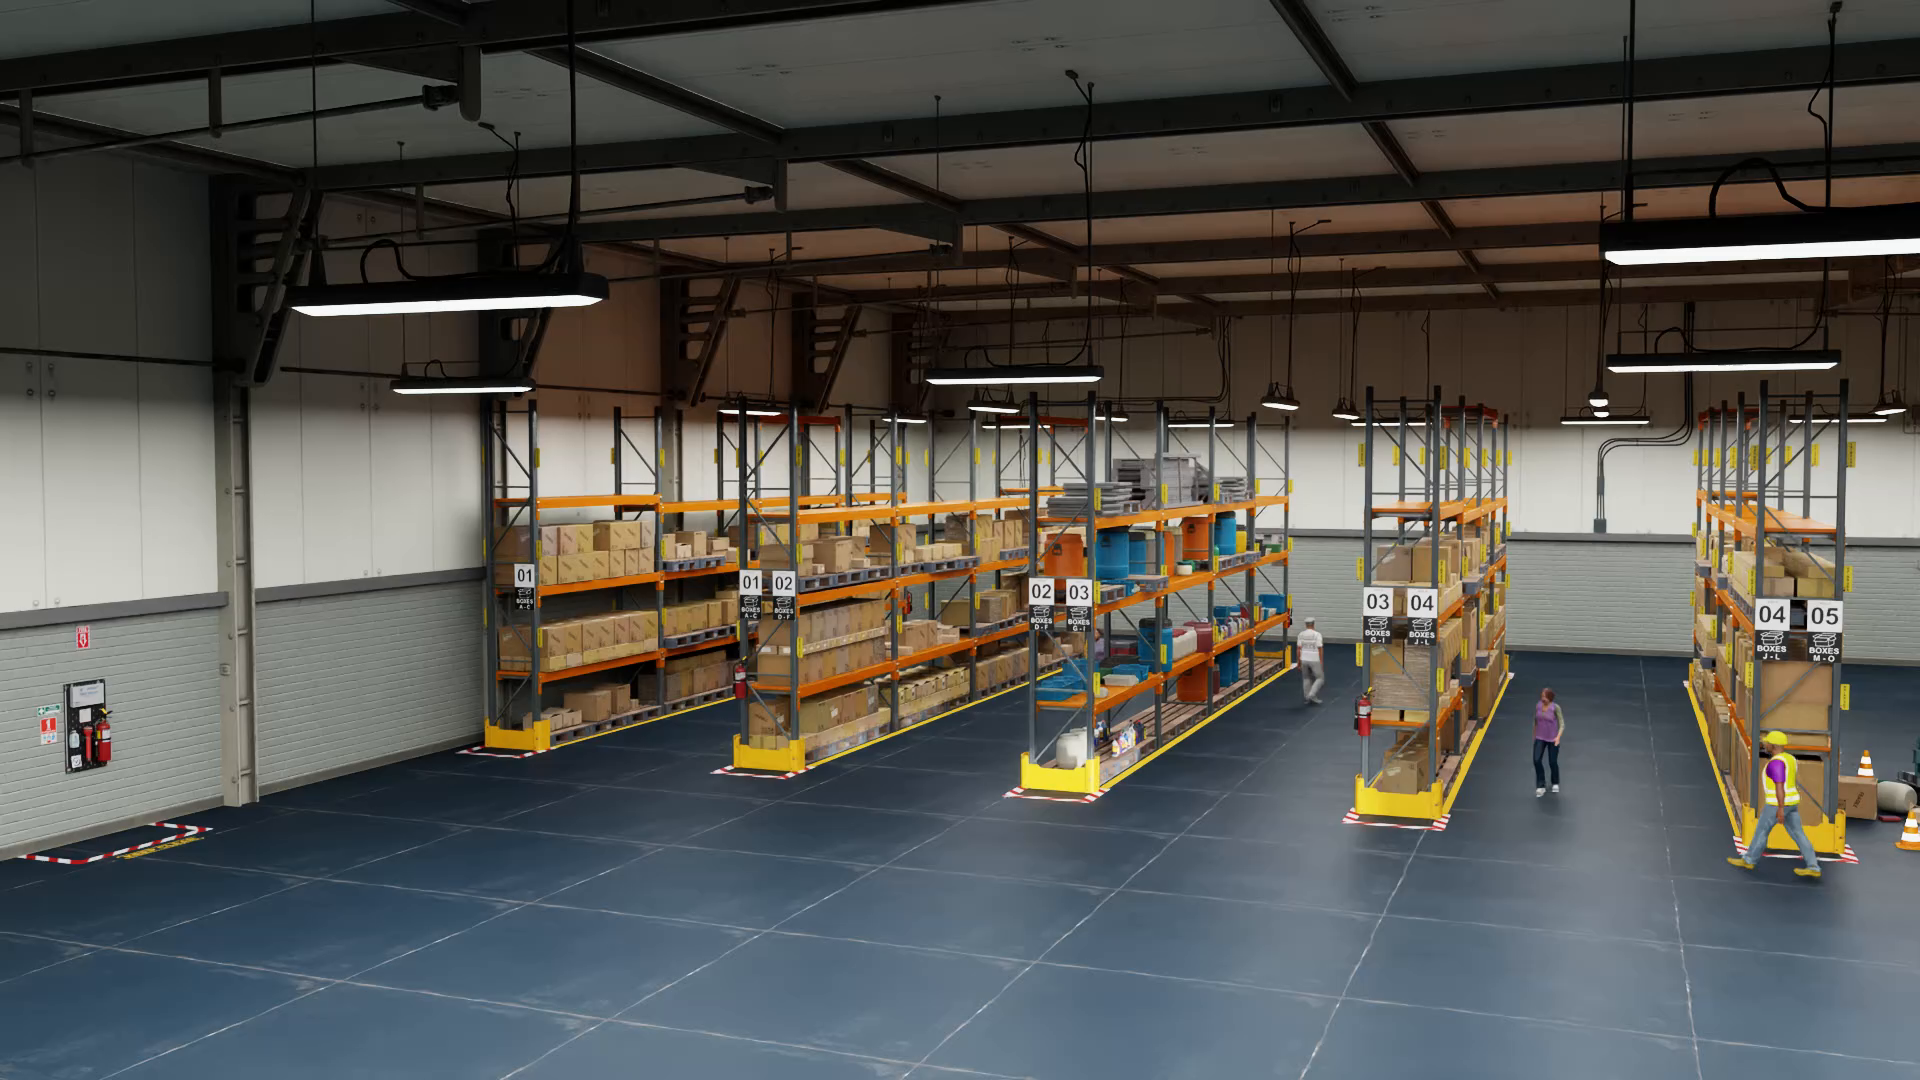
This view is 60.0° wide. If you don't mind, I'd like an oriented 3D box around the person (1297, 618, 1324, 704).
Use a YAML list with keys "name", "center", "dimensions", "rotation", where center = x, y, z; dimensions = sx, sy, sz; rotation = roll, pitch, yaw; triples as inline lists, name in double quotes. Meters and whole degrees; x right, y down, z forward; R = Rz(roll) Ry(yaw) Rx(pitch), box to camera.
- name: "person"
  center: [7.113, 2.464, 33.757]
  dimensions: [0.585, 1.756, 0.562]
  rotation: [2, 3, 32]

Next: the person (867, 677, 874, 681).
- name: "person"
  center: [-1.995, 2.443, 35.118]
  dimensions: [0.463, 1.668, 0.724]
  rotation: [0, 3, 6]

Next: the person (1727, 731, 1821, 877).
- name: "person"
  center: [9.824, 3.147, 19.982]
  dimensions: [0.605, 1.704, 1.056]
  rotation: [-2, 3, -36]

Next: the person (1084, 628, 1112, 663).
- name: "person"
  center: [2.865, 2.559, 33.872]
  dimensions: [0.624, 1.547, 0.715]
  rotation: [2, 3, 31]

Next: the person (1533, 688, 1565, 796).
- name: "person"
  center: [8.767, 2.999, 24.792]
  dimensions: [0.537, 1.610, 0.607]
  rotation: [2, 4, 42]
